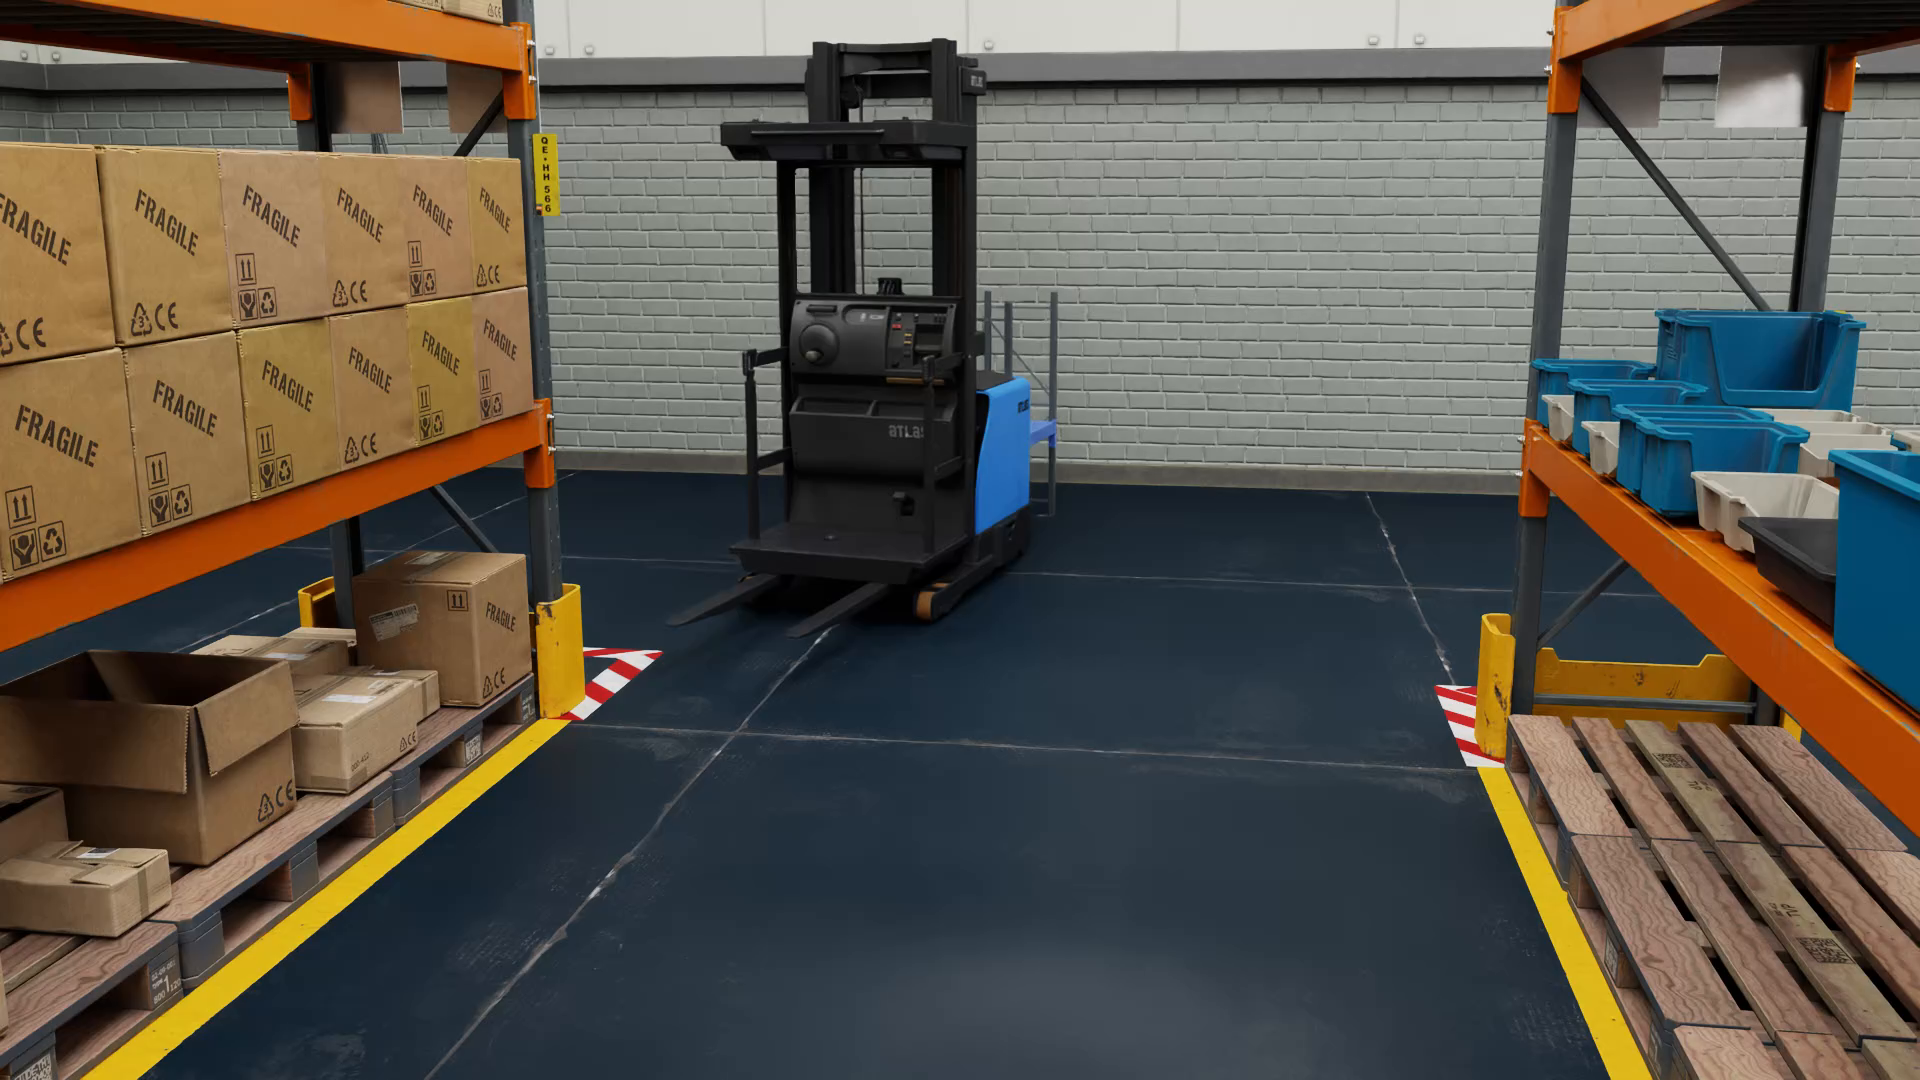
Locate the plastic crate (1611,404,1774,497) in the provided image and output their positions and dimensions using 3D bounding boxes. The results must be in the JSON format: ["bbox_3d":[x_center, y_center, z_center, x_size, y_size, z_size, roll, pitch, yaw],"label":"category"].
[{"bbox_3d":[2.105,-0.255,4.809,0.416,0.233,0.300,2,12,9],"label":"plastic crate"}]

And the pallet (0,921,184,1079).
[{"bbox_3d":[-2.732,1.270,4.101,1.003,0.211,1.213,2,12,9],"label":"pallet"}]

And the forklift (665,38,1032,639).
[{"bbox_3d":[-0.536,-1.105,8.662,1.130,2.935,3.031,4,13,19],"label":"forklift"}]

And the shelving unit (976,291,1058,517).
[{"bbox_3d":[0.239,-0.807,10.677,0.538,1.500,1.048,4,13,18],"label":"shelving unit"}]

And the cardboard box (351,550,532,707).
[{"bbox_3d":[-2.063,0.345,6.662,0.500,0.500,0.500,2,12,9],"label":"cardboard box"}]

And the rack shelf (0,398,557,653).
[{"bbox_3d":[-2.531,-0.015,5.151,1.077,0.370,4.000,2,12,9],"label":"rack shelf"}]

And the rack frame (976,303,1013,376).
[{"bbox_3d":[0.077,-0.705,10.207,0.500,1.500,0.032,4,13,18],"label":"rack frame"}]

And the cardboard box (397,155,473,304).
[{"bbox_3d":[-2.097,-1.114,5.932,0.500,0.500,0.500,2,12,10],"label":"cardboard box"}]

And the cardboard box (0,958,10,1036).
[{"bbox_3d":[-2.560,1.068,3.753,0.500,0.311,0.500,2,12,9],"label":"cardboard box"}]

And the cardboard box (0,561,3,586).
[{"bbox_3d":[-2.490,-0.097,3.584,0.500,0.500,0.500,2,12,10],"label":"cardboard box"}]

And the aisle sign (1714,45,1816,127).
[{"bbox_3d":[2.972,-1.898,6.011,0.394,0.787,0.004,2,12,9],"label":"aisle sign"}]

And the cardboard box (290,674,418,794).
[{"bbox_3d":[-2.239,0.664,5.775,0.500,0.250,0.500,2,12,9],"label":"cardboard box"}]

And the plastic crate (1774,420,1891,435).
[{"bbox_3d":[2.666,-0.287,5.188,0.396,0.136,0.243,2,12,9],"label":"plastic crate"}]

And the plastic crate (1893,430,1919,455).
[{"bbox_3d":[2.473,-0.073,3.849,0.437,0.282,0.530,2,12,9],"label":"plastic crate"}]

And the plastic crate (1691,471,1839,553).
[{"bbox_3d":[2.027,-0.062,4.144,0.293,0.136,0.466,2,12,9],"label":"plastic crate"}]

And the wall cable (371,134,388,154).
[{"bbox_3d":[-5.895,-3.523,12.853,3.097,2.526,0.112,2,12,9],"label":"wall cable"}]

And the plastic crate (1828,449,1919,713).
[{"bbox_3d":[1.791,0.081,2.893,0.392,0.384,0.575,2,12,9],"label":"plastic crate"}]

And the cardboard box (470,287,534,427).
[{"bbox_3d":[-2.023,-0.730,6.523,0.500,0.500,0.500,2,12,10],"label":"cardboard box"}]

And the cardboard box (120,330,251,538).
[{"bbox_3d":[-2.336,-0.307,4.562,0.500,0.500,0.500,2,12,8],"label":"cardboard box"}]

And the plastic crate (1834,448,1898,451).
[{"bbox_3d":[2.620,-0.166,4.626,0.298,0.136,0.250,2,12,9],"label":"plastic crate"}]

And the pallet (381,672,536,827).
[{"bbox_3d":[-2.356,0.762,6.457,1.003,0.211,1.213,2,12,9],"label":"pallet"}]

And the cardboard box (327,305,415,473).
[{"bbox_3d":[-2.181,-0.518,5.540,0.500,0.500,0.500,2,12,9],"label":"cardboard box"}]

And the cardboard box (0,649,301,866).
[{"bbox_3d":[-2.554,0.664,5.176,0.797,0.503,0.637,2,12,9],"label":"cardboard box"}]

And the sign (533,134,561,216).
[{"bbox_3d":[-1.678,-1.482,6.749,0.100,0.325,0.005,2,12,9],"label":"sign"}]

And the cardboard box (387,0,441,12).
[{"bbox_3d":[-2.129,-1.957,5.690,0.500,0.250,0.500,2,12,9],"label":"cardboard box"}]

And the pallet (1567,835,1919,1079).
[{"bbox_3d":[2.316,1.165,4.587,1.003,0.211,1.213,2,12,9],"label":"pallet"}]

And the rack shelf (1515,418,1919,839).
[{"bbox_3d":[2.363,0.146,4.403,1.077,0.370,4.000,2,12,9],"label":"rack shelf"}]

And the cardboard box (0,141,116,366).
[{"bbox_3d":[-2.409,-0.685,3.939,0.500,0.500,0.500,1,12,7],"label":"cardboard box"}]

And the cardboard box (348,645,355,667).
[{"bbox_3d":[-2.665,0.515,6.665,0.380,0.166,0.250,2,12,9],"label":"cardboard box"}]

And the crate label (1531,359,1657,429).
[{"bbox_3d":[2.308,-0.529,6.081,0.416,0.233,0.303,2,12,9],"label":"crate label"}]

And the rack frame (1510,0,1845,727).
[{"bbox_3d":[2.671,-0.622,6.259,1.000,3.000,0.127,2,12,9],"label":"rack frame"}]

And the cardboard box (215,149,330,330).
[{"bbox_3d":[-2.251,-0.899,4.934,0.500,0.500,0.500,2,12,10],"label":"cardboard box"}]

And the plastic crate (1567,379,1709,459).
[{"bbox_3d":[2.206,-0.392,5.445,0.416,0.233,0.300,2,12,9],"label":"plastic crate"}]

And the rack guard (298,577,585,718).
[{"bbox_3d":[-2.235,0.455,7.197,1.175,0.500,0.348,2,12,9],"label":"rack guard"}]

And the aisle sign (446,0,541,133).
[{"bbox_3d":[-1.910,-2.058,6.753,0.394,0.787,0.004,2,12,9],"label":"aisle sign"}]
